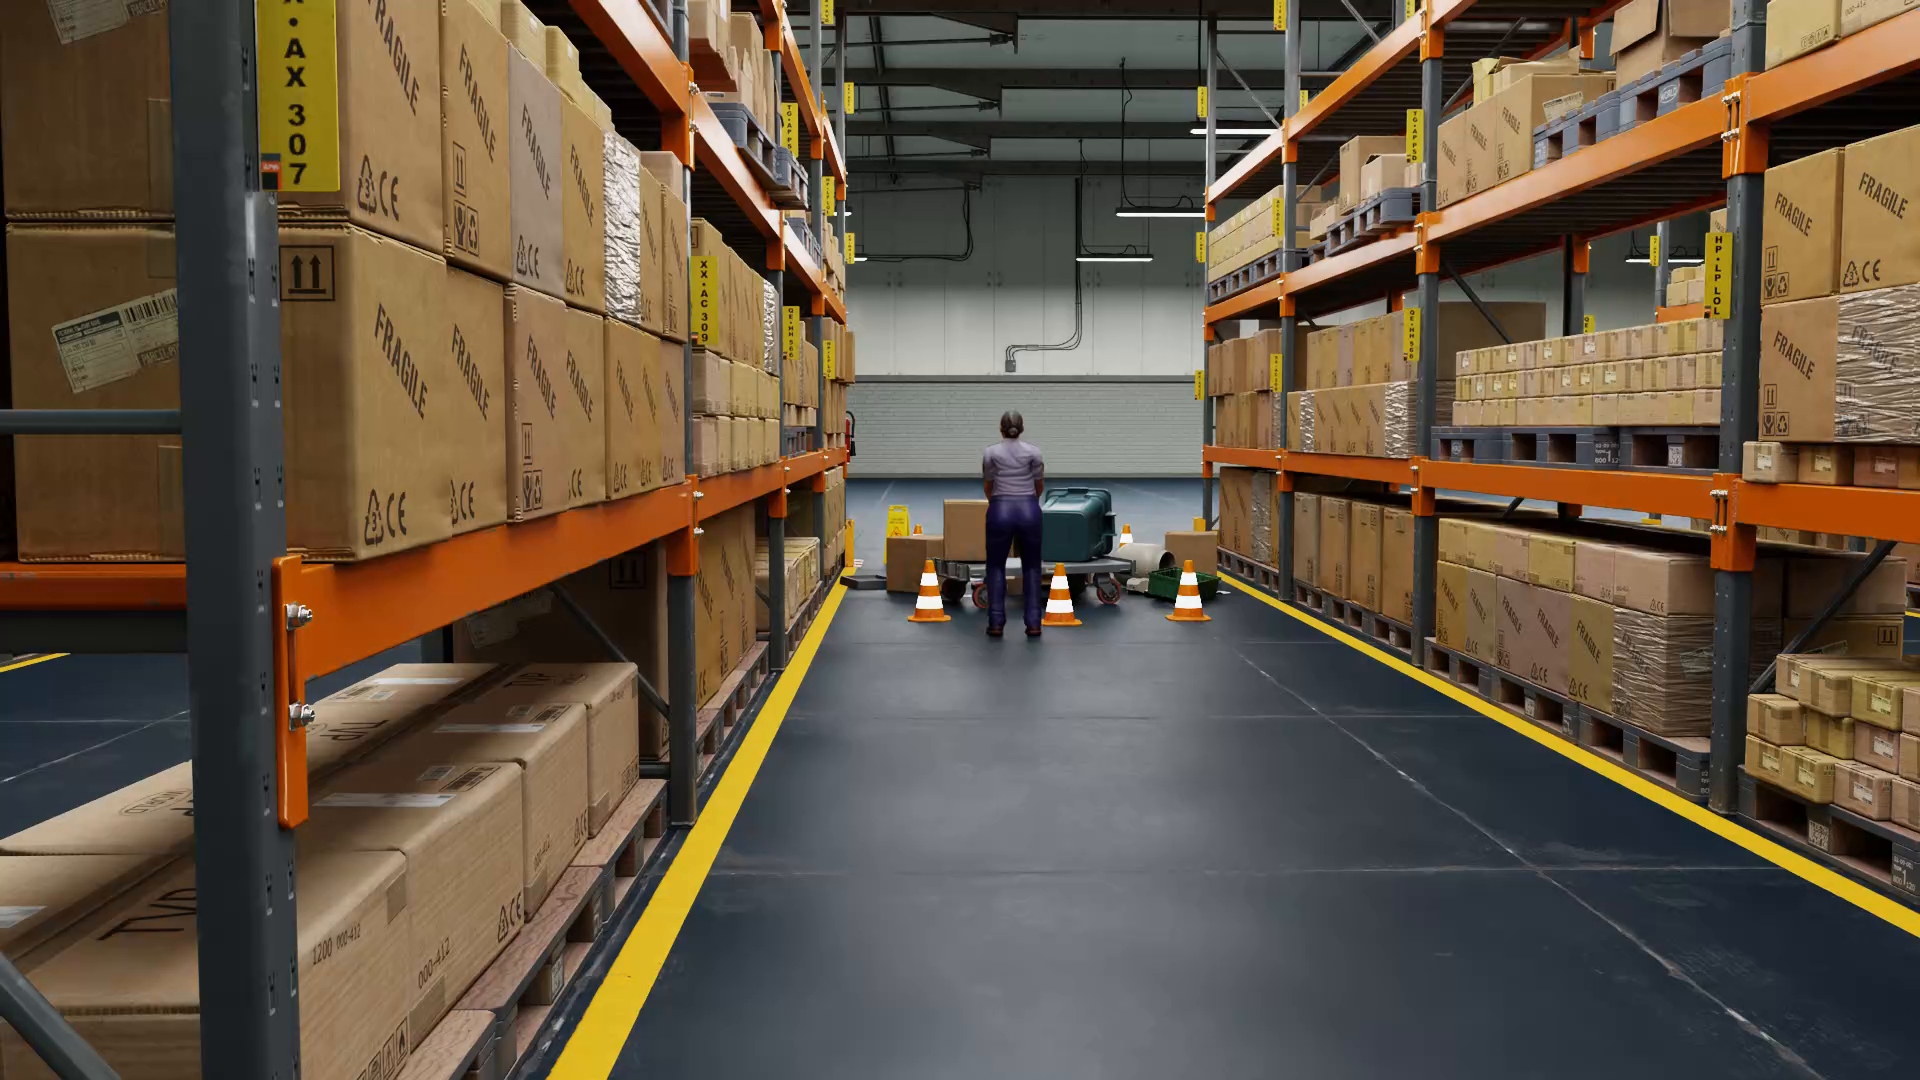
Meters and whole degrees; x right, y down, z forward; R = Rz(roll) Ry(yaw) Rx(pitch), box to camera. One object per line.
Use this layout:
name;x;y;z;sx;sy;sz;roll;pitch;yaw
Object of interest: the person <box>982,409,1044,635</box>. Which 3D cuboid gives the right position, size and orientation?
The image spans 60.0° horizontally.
person;0.385;-0.131;12.140;0.453;1.636;0.524;0;4;0
